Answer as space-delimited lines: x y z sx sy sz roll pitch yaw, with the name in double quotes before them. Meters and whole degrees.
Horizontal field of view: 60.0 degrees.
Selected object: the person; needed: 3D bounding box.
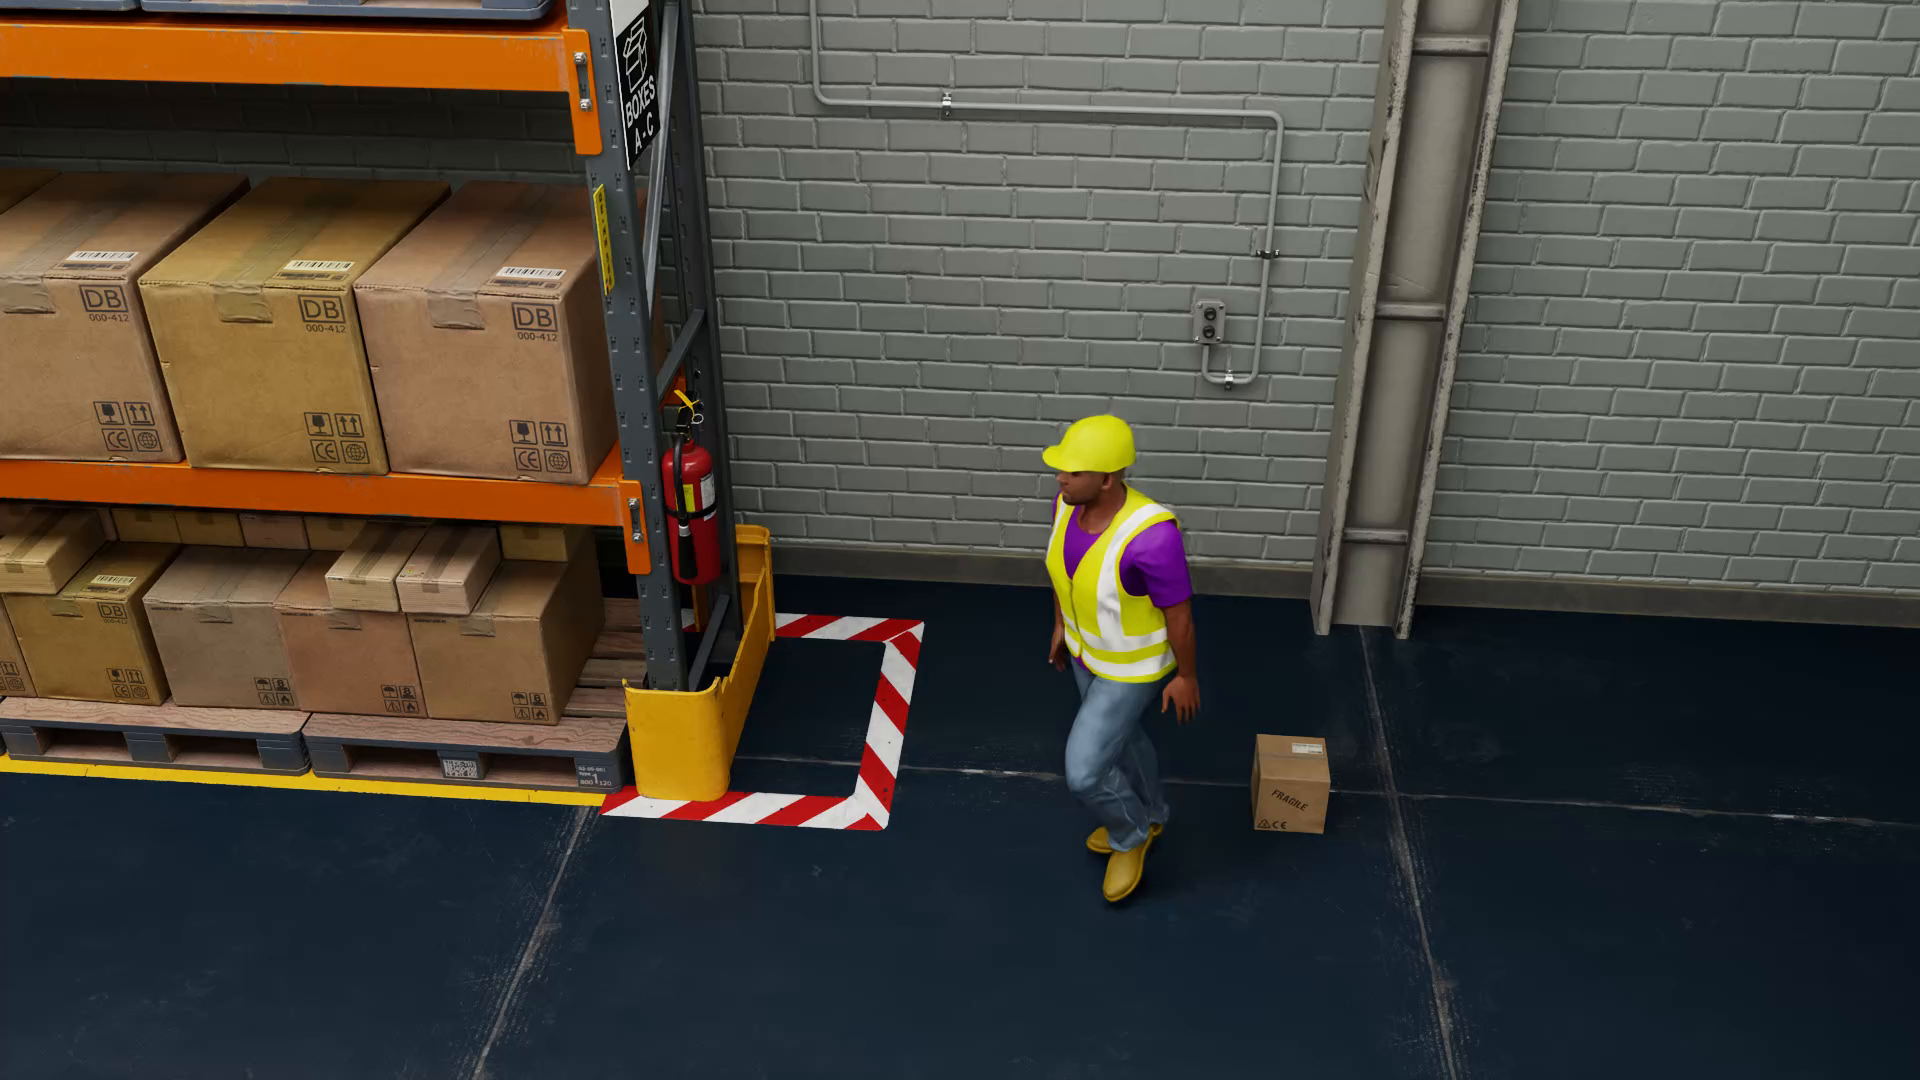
"person" 0.515 0.363 5.490 0.531 1.743 0.608 -16 35 -24
